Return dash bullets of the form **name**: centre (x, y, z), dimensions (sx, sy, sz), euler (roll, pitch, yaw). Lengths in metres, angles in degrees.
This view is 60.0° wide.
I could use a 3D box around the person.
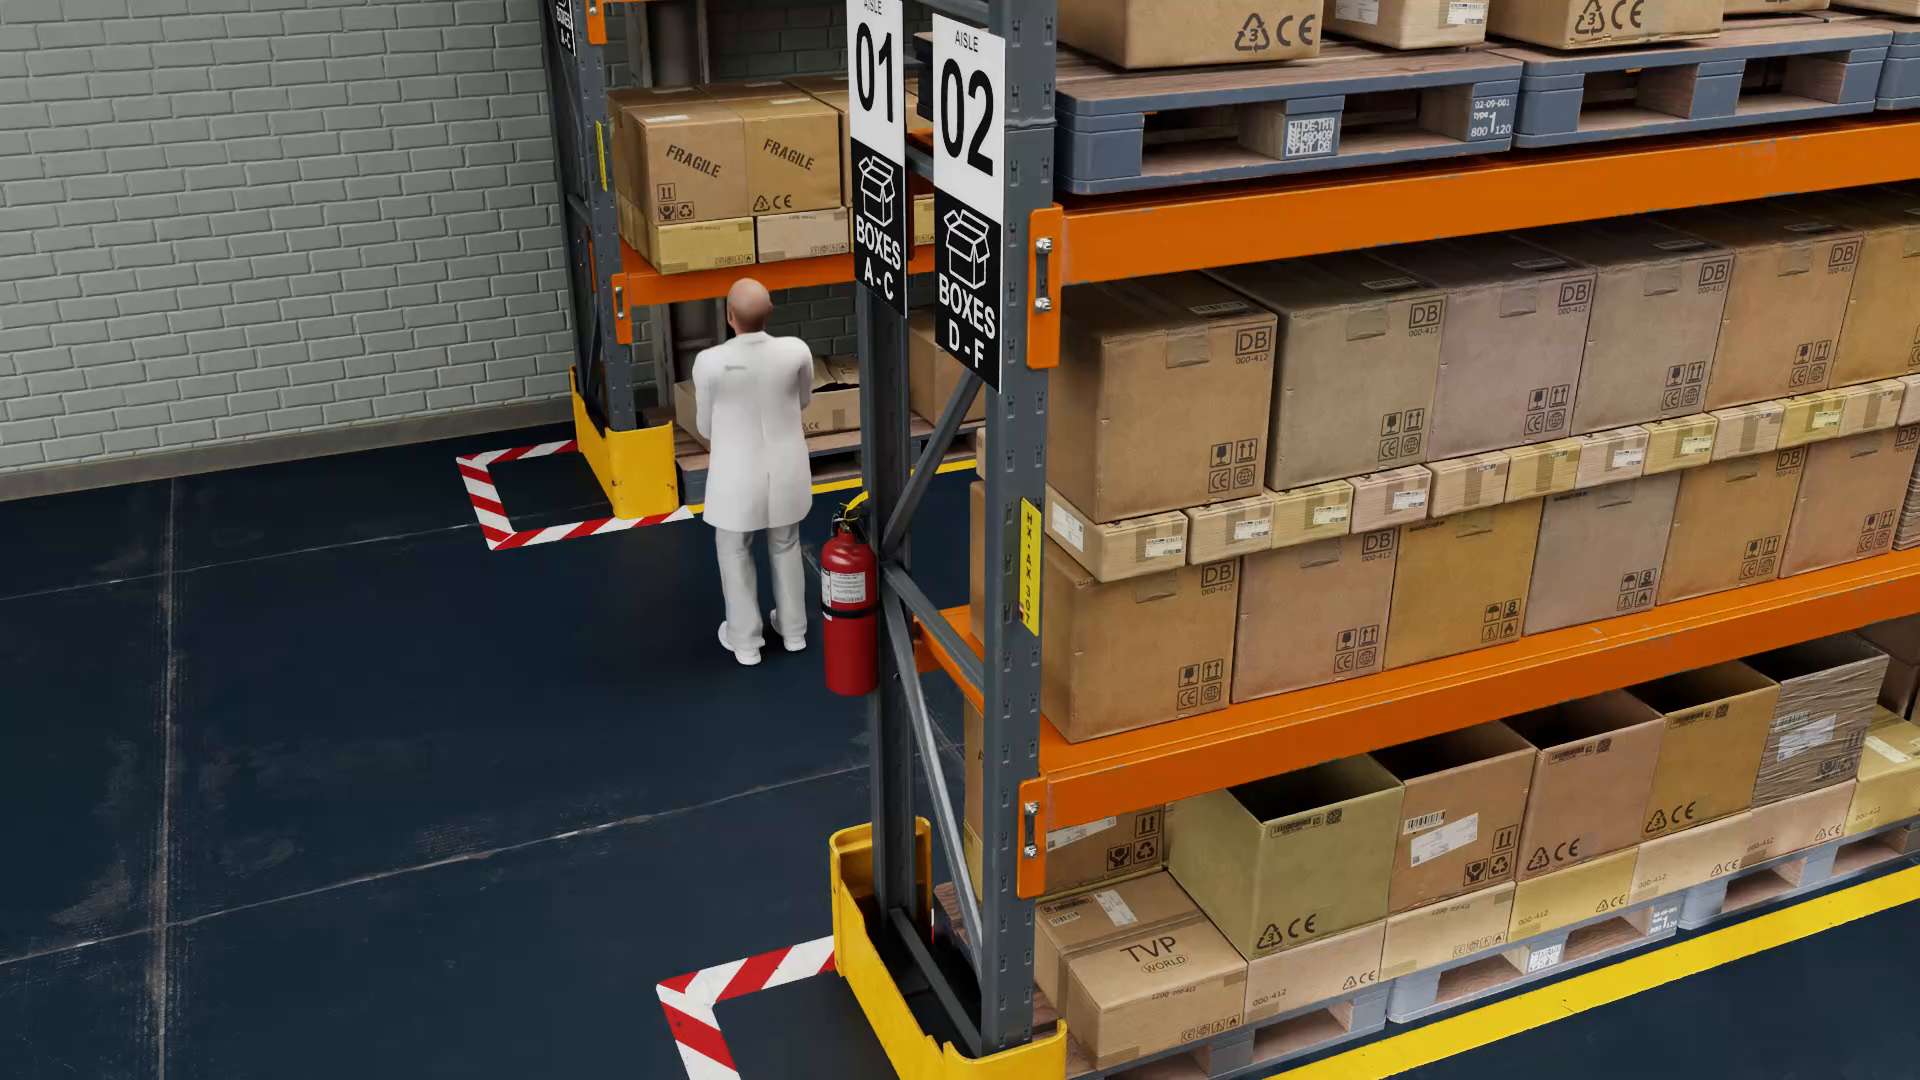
- **person**: centre (-0.921, -0.339, 7.344), dimensions (0.529, 1.771, 0.554), euler (-10, 27, -20)
